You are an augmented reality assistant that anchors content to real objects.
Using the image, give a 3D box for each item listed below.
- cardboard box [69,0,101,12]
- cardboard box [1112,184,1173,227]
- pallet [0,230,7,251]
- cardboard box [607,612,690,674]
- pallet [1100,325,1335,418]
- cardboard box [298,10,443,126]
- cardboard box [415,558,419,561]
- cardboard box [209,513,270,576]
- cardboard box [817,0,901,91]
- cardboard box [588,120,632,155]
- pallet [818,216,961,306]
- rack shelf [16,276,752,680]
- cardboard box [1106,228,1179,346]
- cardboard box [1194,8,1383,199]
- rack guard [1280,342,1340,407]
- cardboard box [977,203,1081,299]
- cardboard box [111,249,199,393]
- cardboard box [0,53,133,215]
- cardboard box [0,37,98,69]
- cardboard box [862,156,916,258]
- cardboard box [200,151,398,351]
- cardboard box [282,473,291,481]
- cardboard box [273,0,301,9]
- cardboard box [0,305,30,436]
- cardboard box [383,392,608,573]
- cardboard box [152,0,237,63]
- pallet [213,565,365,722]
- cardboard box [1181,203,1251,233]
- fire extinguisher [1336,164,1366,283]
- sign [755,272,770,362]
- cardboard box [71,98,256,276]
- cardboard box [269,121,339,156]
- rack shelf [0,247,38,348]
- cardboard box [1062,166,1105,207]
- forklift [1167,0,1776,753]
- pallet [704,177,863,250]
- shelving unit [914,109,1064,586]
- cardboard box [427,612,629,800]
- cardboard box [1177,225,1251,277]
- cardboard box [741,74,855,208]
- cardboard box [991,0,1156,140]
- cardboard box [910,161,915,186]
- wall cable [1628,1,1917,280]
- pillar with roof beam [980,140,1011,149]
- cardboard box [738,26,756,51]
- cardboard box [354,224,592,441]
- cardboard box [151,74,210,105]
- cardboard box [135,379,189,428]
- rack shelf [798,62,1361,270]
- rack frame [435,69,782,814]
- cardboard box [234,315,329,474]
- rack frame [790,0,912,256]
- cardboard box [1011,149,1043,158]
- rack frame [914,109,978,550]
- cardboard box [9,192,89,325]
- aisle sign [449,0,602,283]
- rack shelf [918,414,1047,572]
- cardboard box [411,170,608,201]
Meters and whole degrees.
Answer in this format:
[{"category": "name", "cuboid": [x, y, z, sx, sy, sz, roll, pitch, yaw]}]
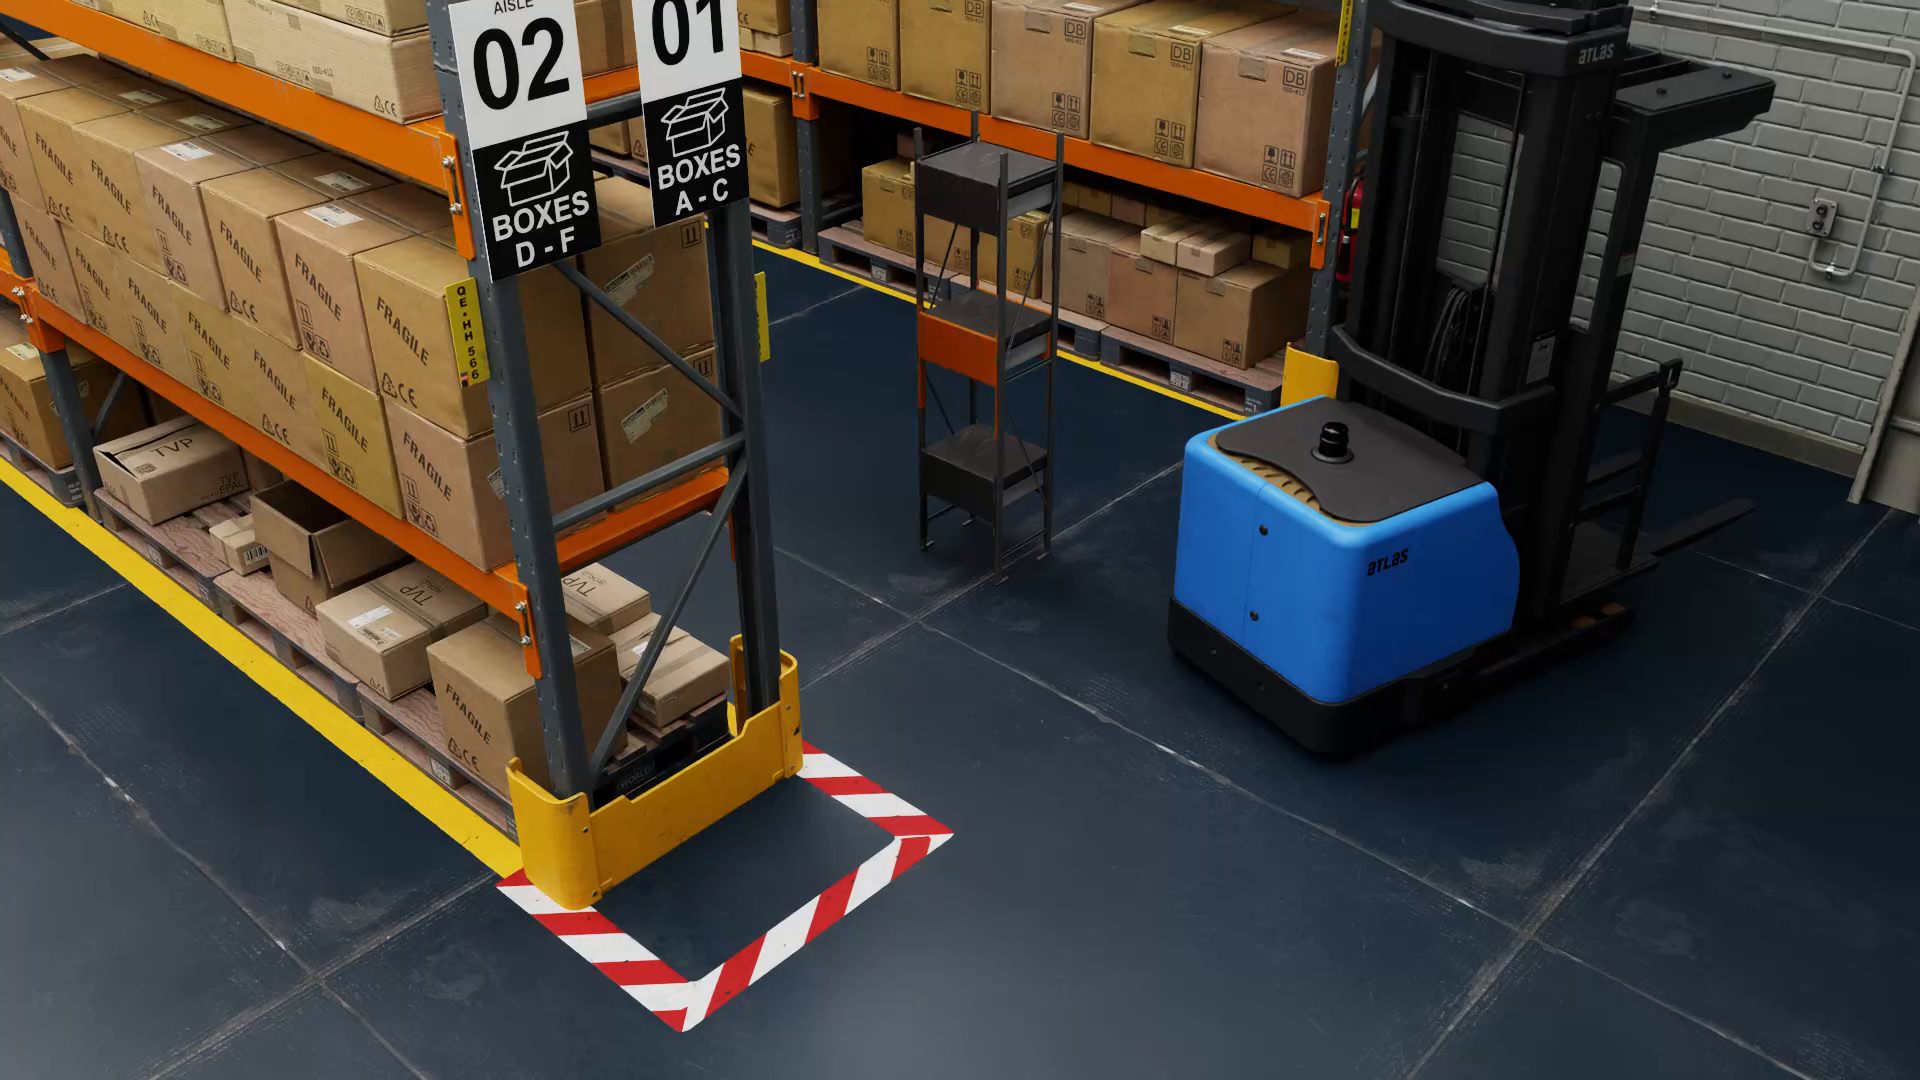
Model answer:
[{"category": "cardboard box", "cuboid": [-3.105, -2.180, 6.200, 0.500, 0.250, 0.500, 25, 39, 35]}, {"category": "cardboard box", "cuboid": [1.141, -2.055, 10.143, 0.250, 0.149, 0.380, 26, 39, 36]}, {"category": "pallet", "cuboid": [-4.556, -1.806, 8.528, 1.213, 0.211, 1.003, 25, 39, 35]}, {"category": "cardboard box", "cuboid": [-1.336, 0.477, 6.871, 0.250, 0.166, 0.380, 25, 39, 35]}, {"category": "pallet", "cuboid": [1.605, -1.134, 9.929, 1.213, 0.211, 1.003, 25, 39, 35]}, {"category": "cardboard box", "cuboid": [-1.629, -1.484, 5.044, 0.500, 0.250, 0.500, 25, 39, 35]}, {"category": "cardboard box", "cuboid": [-2.025, 0.161, 7.314, 0.500, 0.250, 0.500, 25, 39, 35]}, {"category": "cardboard box", "cuboid": [-3.223, -0.021, 7.698, 0.250, 0.166, 0.380, 25, 39, 35]}, {"category": "cardboard box", "cuboid": [-0.324, -3.400, 10.699, 0.700, 0.700, 0.980, 26, 39, 36]}, {"category": "cardboard box", "cuboid": [-2.579, -3.499, 12.831, 0.750, 0.750, 0.750, 25, 39, 35]}, {"category": "pallet", "cuboid": [-0.204, -1.978, 11.331, 1.213, 0.211, 1.003, 25, 39, 35]}, {"category": "rack shelf", "cuboid": [-2.554, -0.570, 6.986, 4.000, 0.370, 1.077, 25, 39, 35]}, {"category": "cardboard box", "cuboid": [1.293, -1.568, 9.962, 0.500, 0.500, 0.700, 25, 39, 35]}, {"category": "cardboard box", "cuboid": [1.865, -2.383, 9.009, 0.700, 0.700, 0.980, 27, 40, 37]}, {"category": "rack guard", "cuboid": [2.268, -1.002, 9.430, 0.348, 0.500, 1.175, 25, 39, 35]}, {"category": "cardboard box", "cuboid": [0.519, -1.923, 10.553, 0.500, 0.500, 0.700, 26, 40, 36]}, {"category": "cardboard box", "cuboid": [-3.091, -0.983, 6.877, 0.500, 0.500, 0.500, 25, 39, 35]}, {"category": "cardboard box", "cuboid": [-3.876, -1.771, 7.217, 0.500, 0.500, 0.500, 26, 40, 36]}, {"category": "cardboard box", "cuboid": [-4.790, -2.256, 8.586, 0.700, 0.500, 0.500, -22, 38, -32]}, {"category": "cardboard box", "cuboid": [-0.230, -2.277, 11.140, 0.500, 0.500, 0.700, 26, 39, 36]}, {"category": "cardboard box", "cuboid": [-2.348, -1.058, 6.033, 0.500, 0.500, 0.500, 26, 40, 36]}, {"category": "cardboard box", "cuboid": [-2.868, -0.259, 7.952, 0.500, 0.311, 0.500, 25, 39, 35]}, {"category": "cardboard box", "cuboid": [-1.994, -1.874, 5.207, 0.500, 0.250, 0.500, 25, 39, 35]}, {"category": "cardboard box", "cuboid": [-4.956, -0.923, 8.873, 0.500, 0.500, 0.500, 25, 39, 35]}, {"category": "cardboard box", "cuboid": [-1.586, -0.280, 5.709, 0.500, 0.500, 0.500, 26, 40, 36]}, {"category": "cardboard box", "cuboid": [-2.372, -1.829, 5.617, 0.500, 0.250, 0.500, 25, 39, 35]}, {"category": "pallet", "cuboid": [-2.619, 0.285, 7.573, 1.213, 0.211, 1.003, 25, 39, 35]}, {"category": "cardboard box", "cuboid": [1.515, -1.881, 9.853, 0.250, 0.149, 0.380, 25, 39, 35]}, {"category": "fire extinguisher", "cuboid": [2.052, -1.660, 8.536, 0.183, 0.674, 0.296, 25, 39, 35]}, {"category": "sign", "cuboid": [-0.707, -0.764, 5.772, 0.005, 0.325, 0.100, 25, 39, 35]}, {"category": "cardboard box", "cuboid": [-3.113, -1.414, 6.625, 0.500, 0.500, 0.500, 24, 38, 34]}, {"category": "cardboard box", "cuboid": [-2.361, -1.440, 6.667, 0.500, 0.500, 0.500, 25, 39, 35]}, {"category": "rack shelf", "cuboid": [-5.520, -1.954, 9.286, 4.000, 0.370, 1.077, 25, 39, 35]}, {"category": "cardboard box", "cuboid": [0.762, -2.232, 10.436, 0.250, 0.149, 0.380, 24, 39, 34]}, {"category": "forklift", "cuboid": [2.435, -0.963, 7.009, 3.031, 2.935, 1.130, -18, 36, -28]}, {"category": "pallet", "cuboid": [-1.338, -2.509, 12.214, 1.213, 0.211, 1.003, 25, 39, 35]}, {"category": "shelving unit", "cuboid": [0.123, -0.842, 7.613, 0.503, 2.100, 0.431, 25, 39, 35]}, {"category": "cardboard box", "cuboid": [-1.639, 0.602, 6.338, 0.500, 0.500, 0.500, 25, 39, 35]}, {"category": "cardboard box", "cuboid": [1.447, -1.647, 9.465, 0.250, 0.149, 0.380, 25, 39, 35]}, {"category": "cardboard box", "cuboid": [-1.285, -2.900, 11.836, 0.750, 0.750, 0.750, 26, 39, 36]}, {"category": "cardboard box", "cuboid": [0.759, -2.898, 9.864, 0.700, 0.700, 0.980, 23, 38, 33]}, {"category": "cardboard box", "cuboid": [-0.098, -2.366, 10.660, 0.250, 0.149, 0.380, 27, 40, 37]}, {"category": "wall cable", "cuboid": [3.834, -2.435, 8.402, 1.851, 1.984, 0.084, 25, 39, 35]}, {"category": "pillar with roof beam", "cuboid": [-2.505, -4.478, 6.964, 0.400, 9.000, 9.100, 25, 39, 35]}, {"category": "cardboard box", "cuboid": [-1.359, -3.454, 11.303, 0.250, 0.149, 0.380, 26, 40, 36]}, {"category": "cardboard box", "cuboid": [-1.586, -0.706, 5.448, 0.500, 0.500, 0.500, 25, 39, 35]}, {"category": "cardboard box", "cuboid": [-3.106, -1.789, 7.247, 0.500, 0.500, 0.500, 24, 39, 34]}, {"category": "cardboard box", "cuboid": [-4.232, -0.949, 8.914, 0.500, 0.500, 0.500, 23, 38, 33]}, {"category": "rack shelf", "cuboid": [0.767, -2.466, 10.135, 4.000, 0.370, 1.077, 25, 39, 35]}, {"category": "rack frame", "cuboid": [-1.071, -0.186, 5.651, 0.127, 3.000, 1.000, 25, 39, 35]}, {"category": "cardboard box", "cuboid": [-2.339, -0.633, 6.296, 0.500, 0.500, 0.500, 25, 39, 35]}, {"category": "rack frame", "cuboid": [-0.715, -3.466, 11.099, 0.127, 3.000, 1.000, 25, 39, 35]}, {"category": "cardboard box", "cuboid": [0.384, -2.408, 10.730, 0.250, 0.149, 0.380, 24, 38, 34]}, {"category": "rack frame", "cuboid": [-0.058, -0.927, 7.754, 0.015, 2.100, 0.400, 25, 39, 35]}, {"category": "cardboard box", "cuboid": [-3.842, -1.333, 7.458, 0.500, 0.500, 0.500, 26, 40, 36]}, {"category": "aisle sign", "cuboid": [-1.226, -1.159, 4.746, 0.004, 0.787, 0.394, 25, 39, 35]}, {"category": "rack shelf", "cuboid": [0.123, -0.231, 7.981, 0.480, 0.518, 0.431, 25, 39, 35]}, {"category": "cardboard box", "cuboid": [-1.616, -1.090, 6.085, 0.500, 0.500, 0.500, 25, 39, 36]}]
